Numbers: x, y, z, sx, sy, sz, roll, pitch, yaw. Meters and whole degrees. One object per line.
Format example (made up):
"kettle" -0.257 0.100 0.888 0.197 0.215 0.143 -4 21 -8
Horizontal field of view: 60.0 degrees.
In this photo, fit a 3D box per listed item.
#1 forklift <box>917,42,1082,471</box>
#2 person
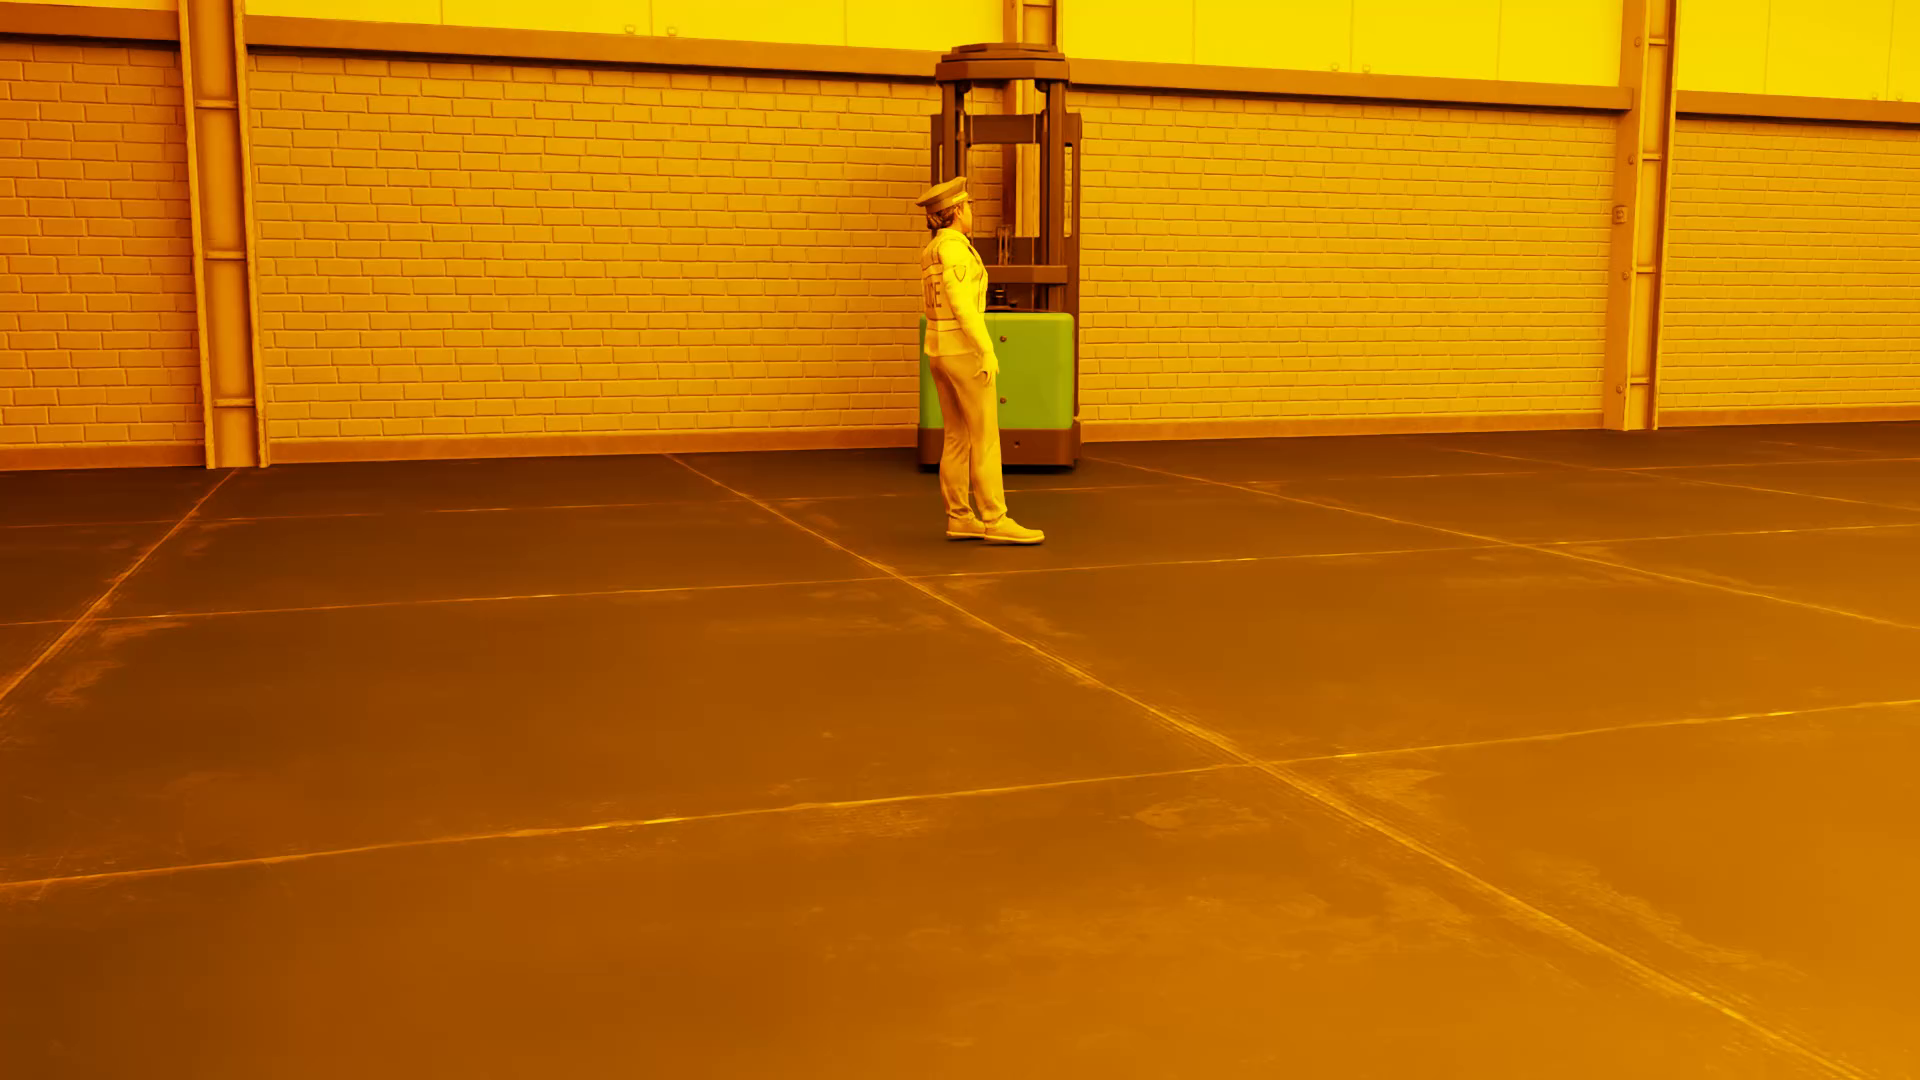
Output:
"forklift" 0.352 -2.084 12.376 1.130 2.935 3.031 1 8 5
"person" 0.067 -0.849 7.824 0.531 1.695 0.588 -3 8 -18
